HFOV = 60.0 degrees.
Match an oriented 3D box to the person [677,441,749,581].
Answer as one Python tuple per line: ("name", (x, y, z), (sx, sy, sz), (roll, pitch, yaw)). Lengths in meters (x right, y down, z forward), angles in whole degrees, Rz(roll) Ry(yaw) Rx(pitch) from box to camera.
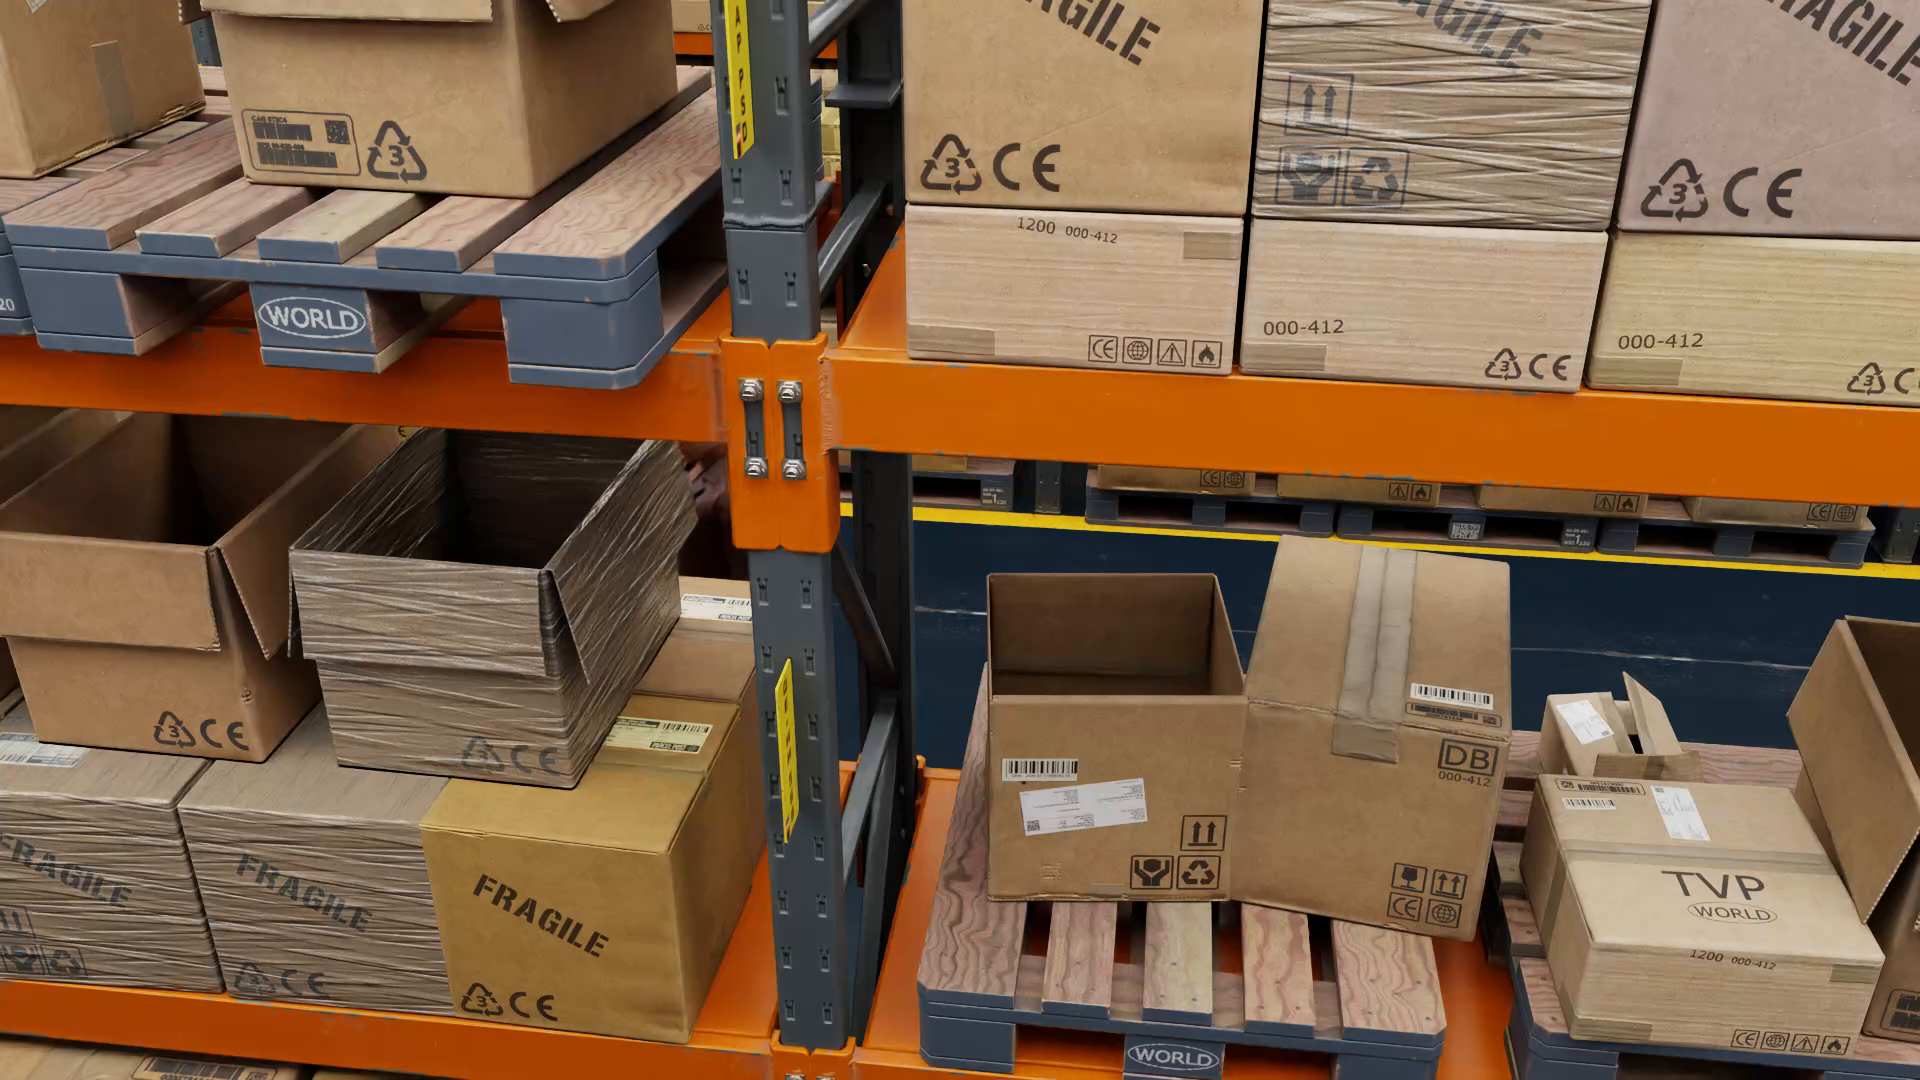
("person", (-0.892, 0.324, 5.498), (0.794, 1.771, 0.619), (-13, 31, -23))
